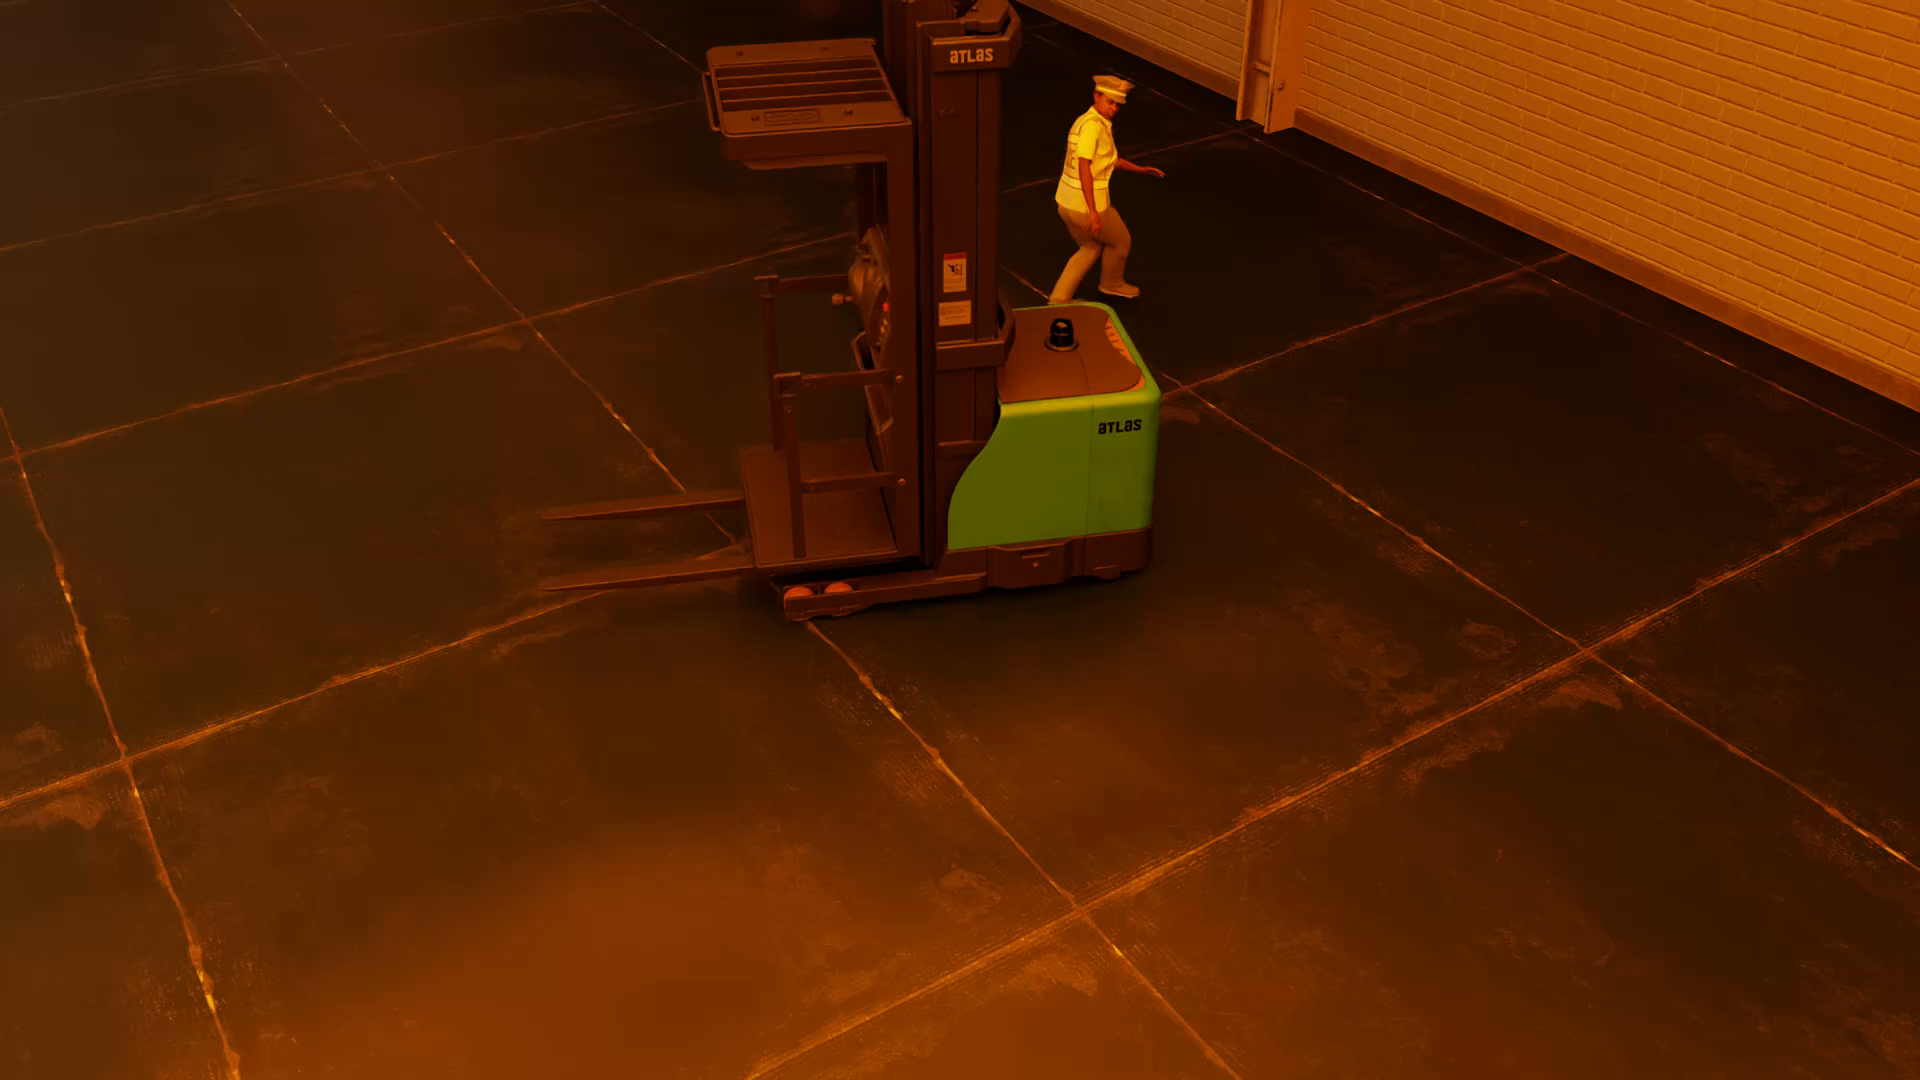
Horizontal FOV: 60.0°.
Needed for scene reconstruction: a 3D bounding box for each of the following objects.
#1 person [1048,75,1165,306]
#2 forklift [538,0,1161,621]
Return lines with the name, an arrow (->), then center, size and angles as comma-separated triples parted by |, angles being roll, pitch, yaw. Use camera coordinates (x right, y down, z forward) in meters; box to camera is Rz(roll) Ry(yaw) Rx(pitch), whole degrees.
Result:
person -> 0.946, -2.107, 10.378 | 0.779, 1.552, 0.704 | -12, 37, -17
forklift -> -0.599, -1.134, 7.761 | 3.031, 2.935, 1.130 | -6, 36, -9
